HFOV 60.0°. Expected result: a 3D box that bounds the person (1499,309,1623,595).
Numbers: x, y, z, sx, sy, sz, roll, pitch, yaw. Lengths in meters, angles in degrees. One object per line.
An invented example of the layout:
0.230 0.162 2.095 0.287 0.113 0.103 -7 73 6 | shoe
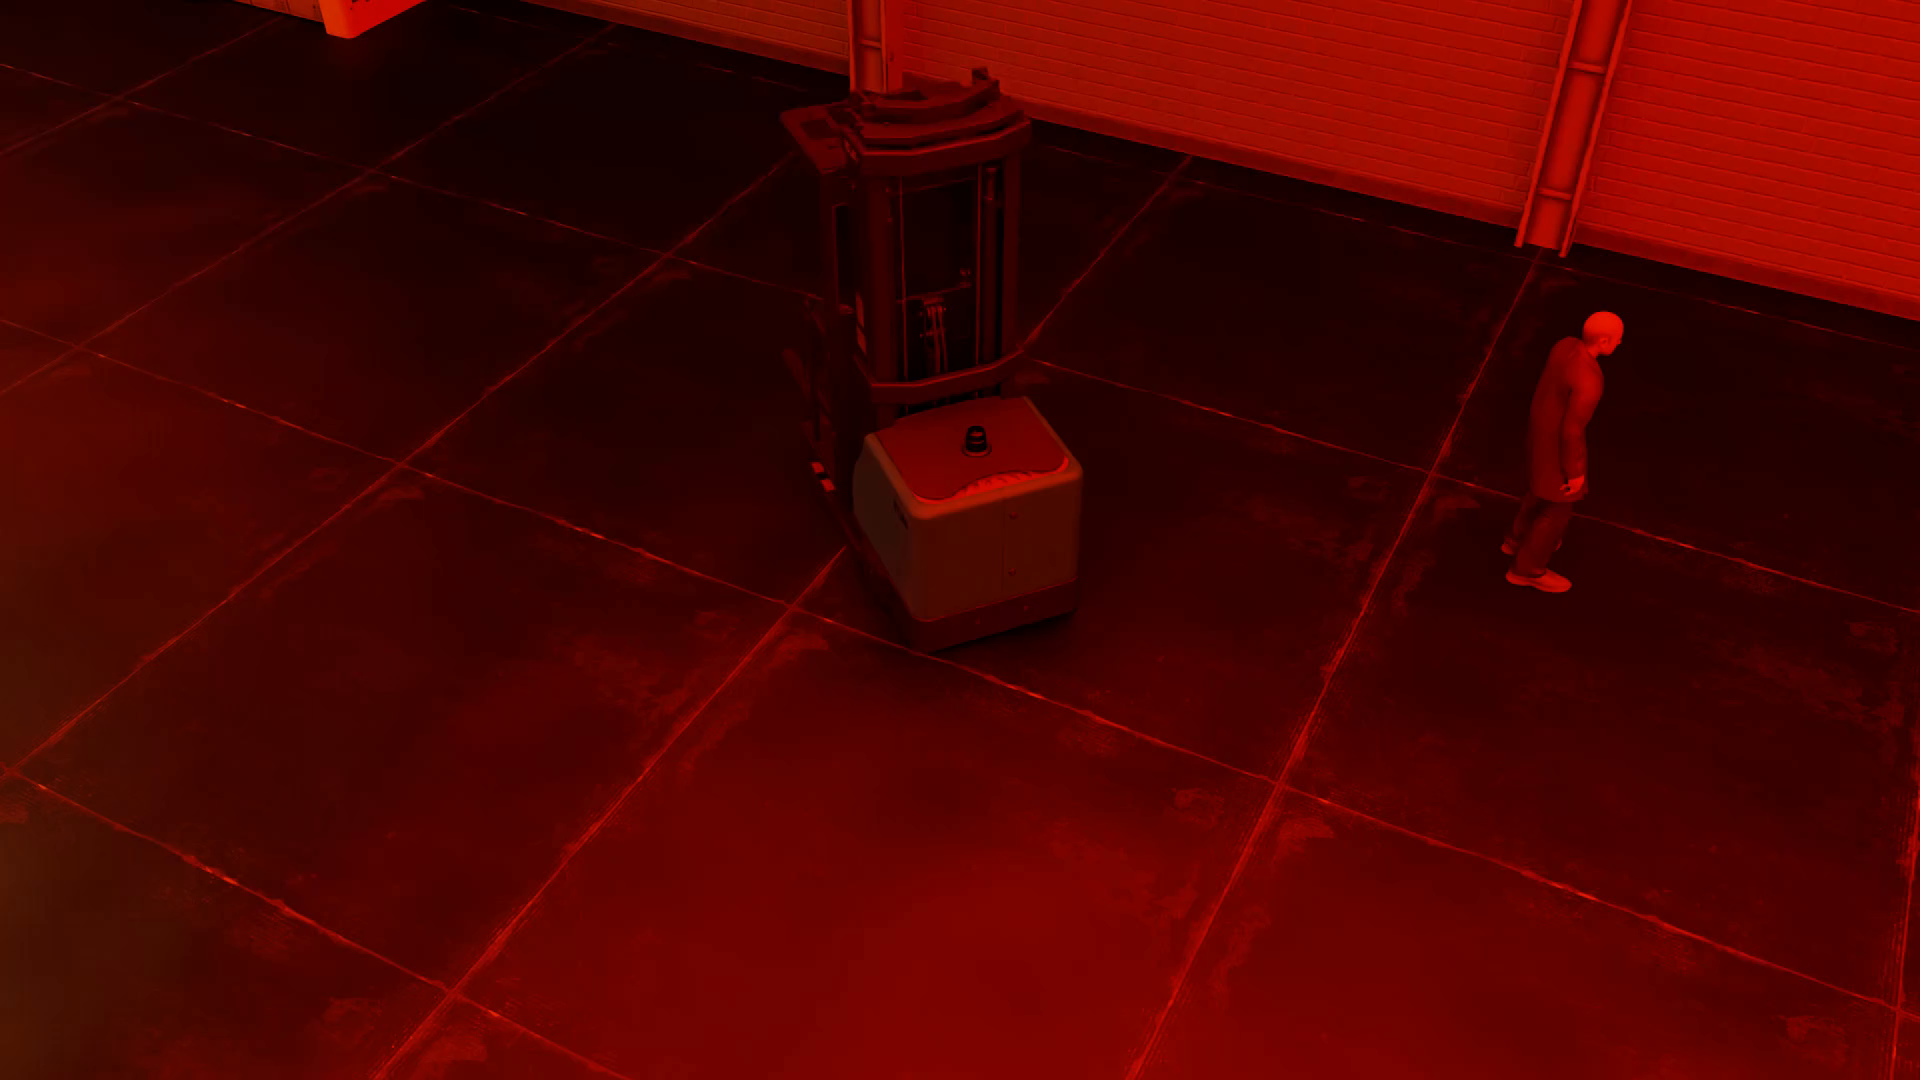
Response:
3.447 -0.537 9.524 0.436 1.772 0.636 1 40 2 | person

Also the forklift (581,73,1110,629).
-0.714 -0.979 9.149 3.031 2.935 1.130 -8 41 -10 | forklift
